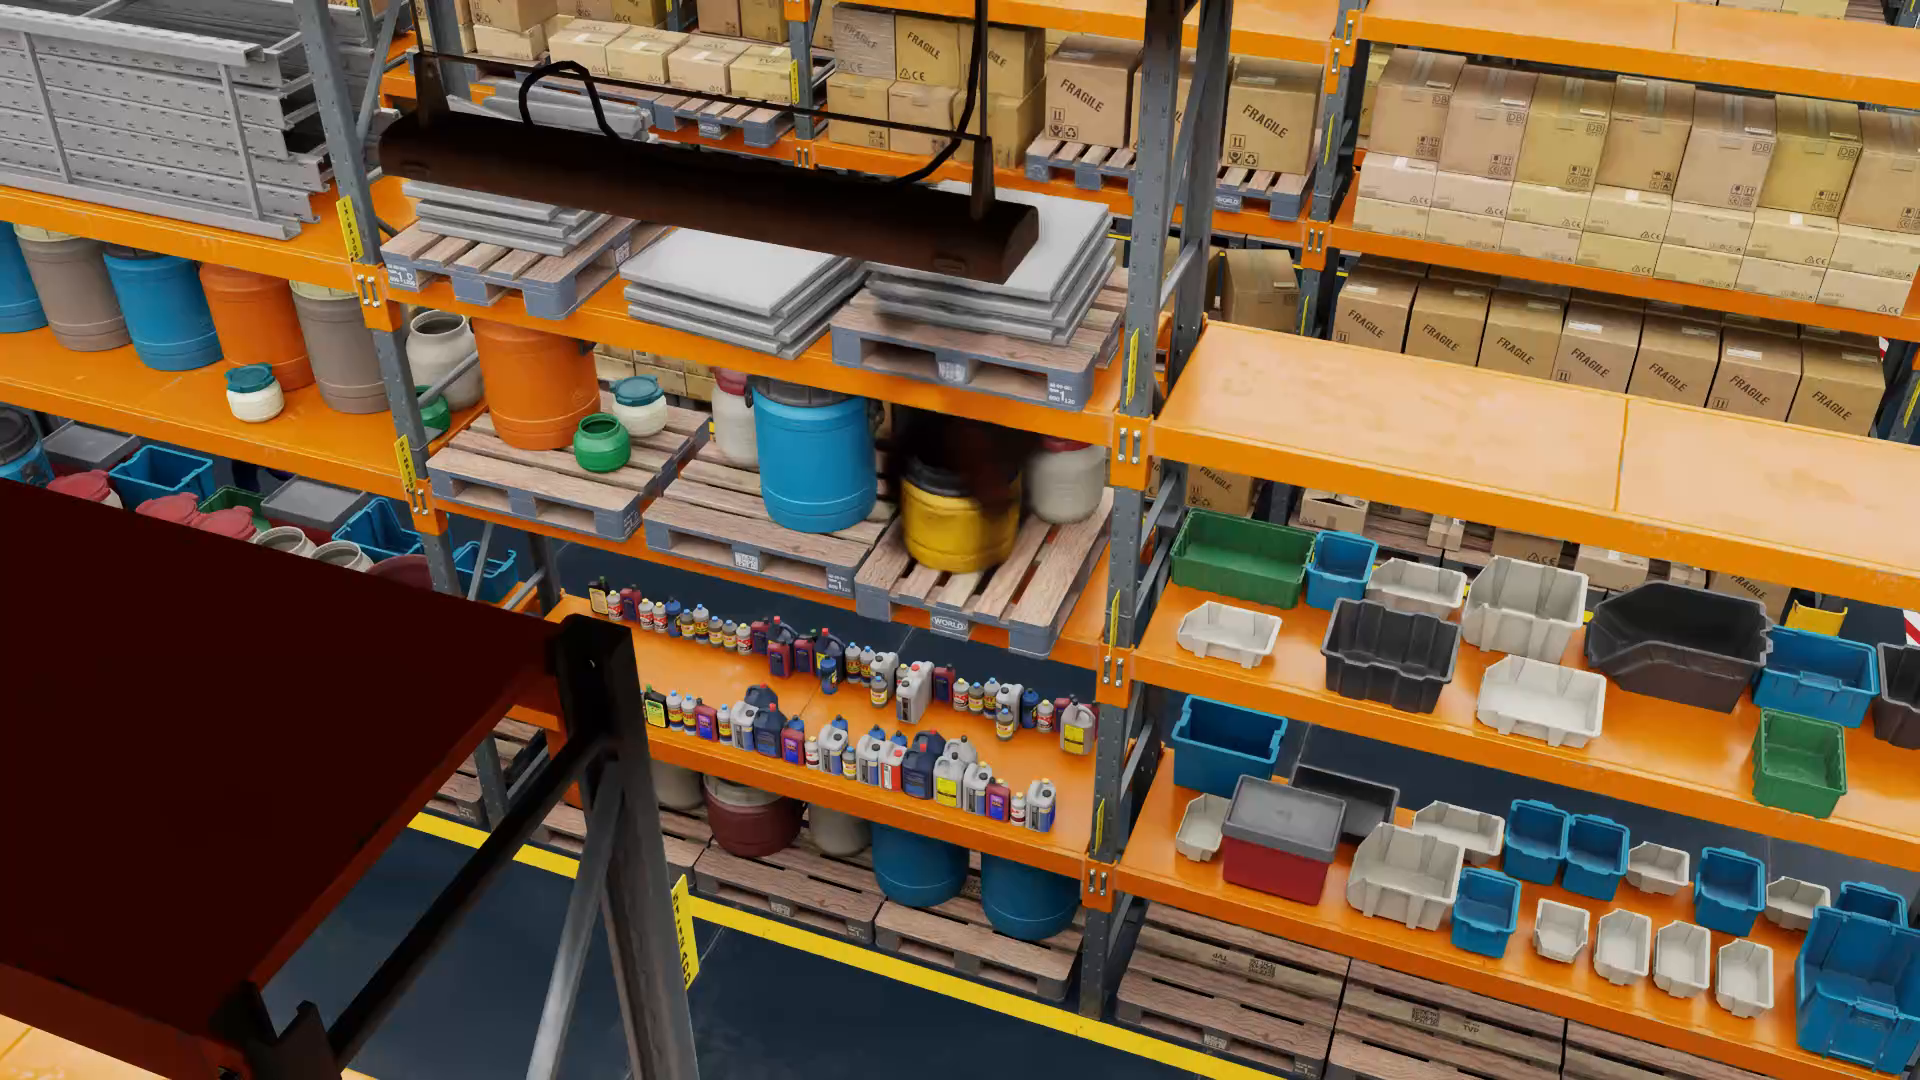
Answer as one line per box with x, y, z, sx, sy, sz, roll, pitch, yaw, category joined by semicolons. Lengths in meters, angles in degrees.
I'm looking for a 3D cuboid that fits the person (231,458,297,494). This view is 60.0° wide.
-5.522;-0.808;13.085;0.924;1.648;0.606;6;37;9;person
